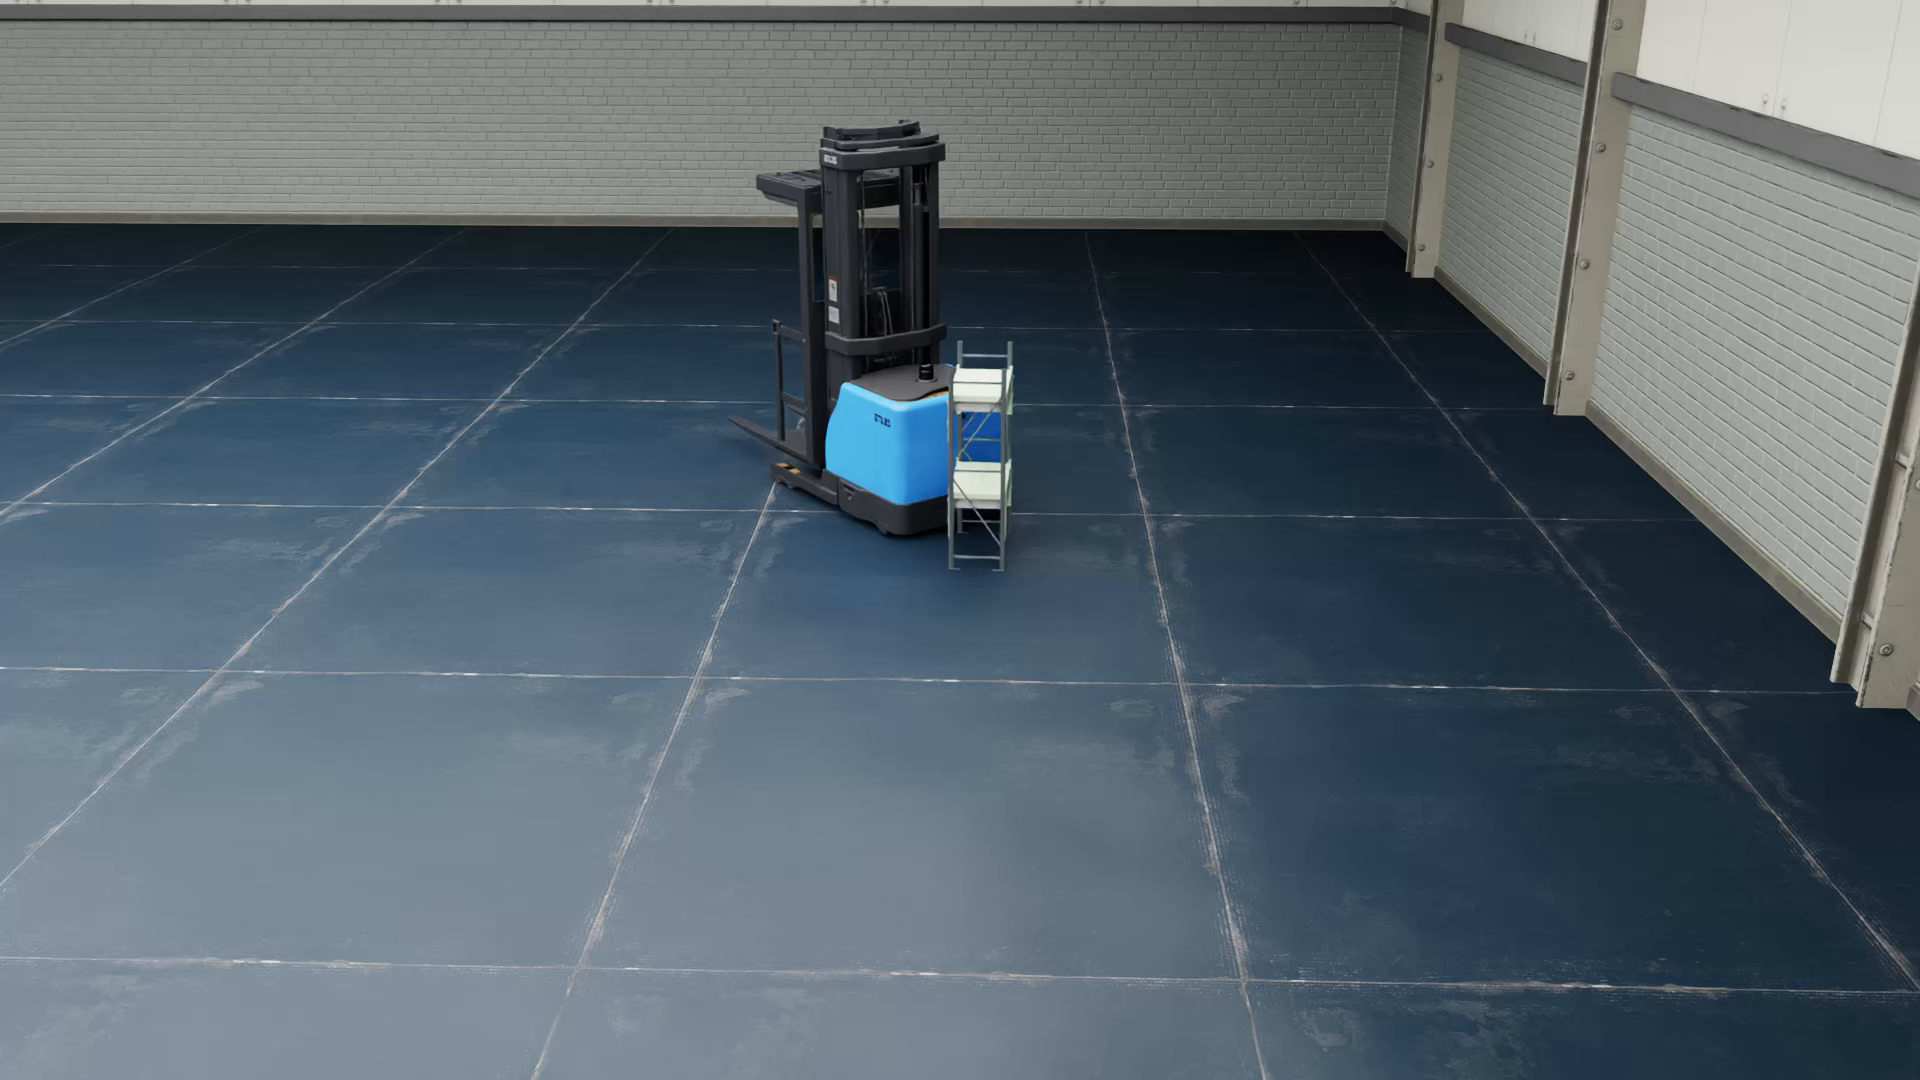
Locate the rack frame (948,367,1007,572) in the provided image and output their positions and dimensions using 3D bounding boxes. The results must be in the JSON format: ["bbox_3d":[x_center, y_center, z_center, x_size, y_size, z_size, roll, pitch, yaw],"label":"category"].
[{"bbox_3d":[0.120,-0.479,11.691,0.400,1.500,0.023,2,21,5],"label":"rack frame"}]

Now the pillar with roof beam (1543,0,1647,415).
[{"bbox_3d":[1.419,-5.479,14.210,9.100,9.000,0.400,1,21,2],"label":"pillar with roof beam"}]

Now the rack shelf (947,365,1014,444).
[{"bbox_3d":[0.151,-0.975,11.890,0.431,0.370,0.720,2,21,5],"label":"rack shelf"}]

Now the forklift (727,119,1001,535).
[{"bbox_3d":[-0.906,-1.875,13.310,1.130,2.935,3.031,-15,26,-33],"label":"forklift"}]

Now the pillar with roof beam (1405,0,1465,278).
[{"bbox_3d":[1.601,-7.648,19.801,9.100,9.000,0.400,1,21,2],"label":"pillar with roof beam"}]

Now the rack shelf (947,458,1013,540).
[{"bbox_3d":[0.151,-0.307,12.149,0.431,0.370,0.720,2,21,5],"label":"rack shelf"}]

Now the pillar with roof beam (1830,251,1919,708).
[{"bbox_3d":[1.236,-3.310,8.619,9.100,9.000,0.400,1,21,2],"label":"pillar with roof beam"}]

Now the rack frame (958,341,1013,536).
[{"bbox_3d":[0.182,-0.743,12.371,0.400,1.500,0.023,2,21,5],"label":"rack frame"}]

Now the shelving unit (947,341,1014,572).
[{"bbox_3d":[0.151,-0.611,12.031,0.431,1.500,0.755,2,21,5],"label":"shelving unit"}]
